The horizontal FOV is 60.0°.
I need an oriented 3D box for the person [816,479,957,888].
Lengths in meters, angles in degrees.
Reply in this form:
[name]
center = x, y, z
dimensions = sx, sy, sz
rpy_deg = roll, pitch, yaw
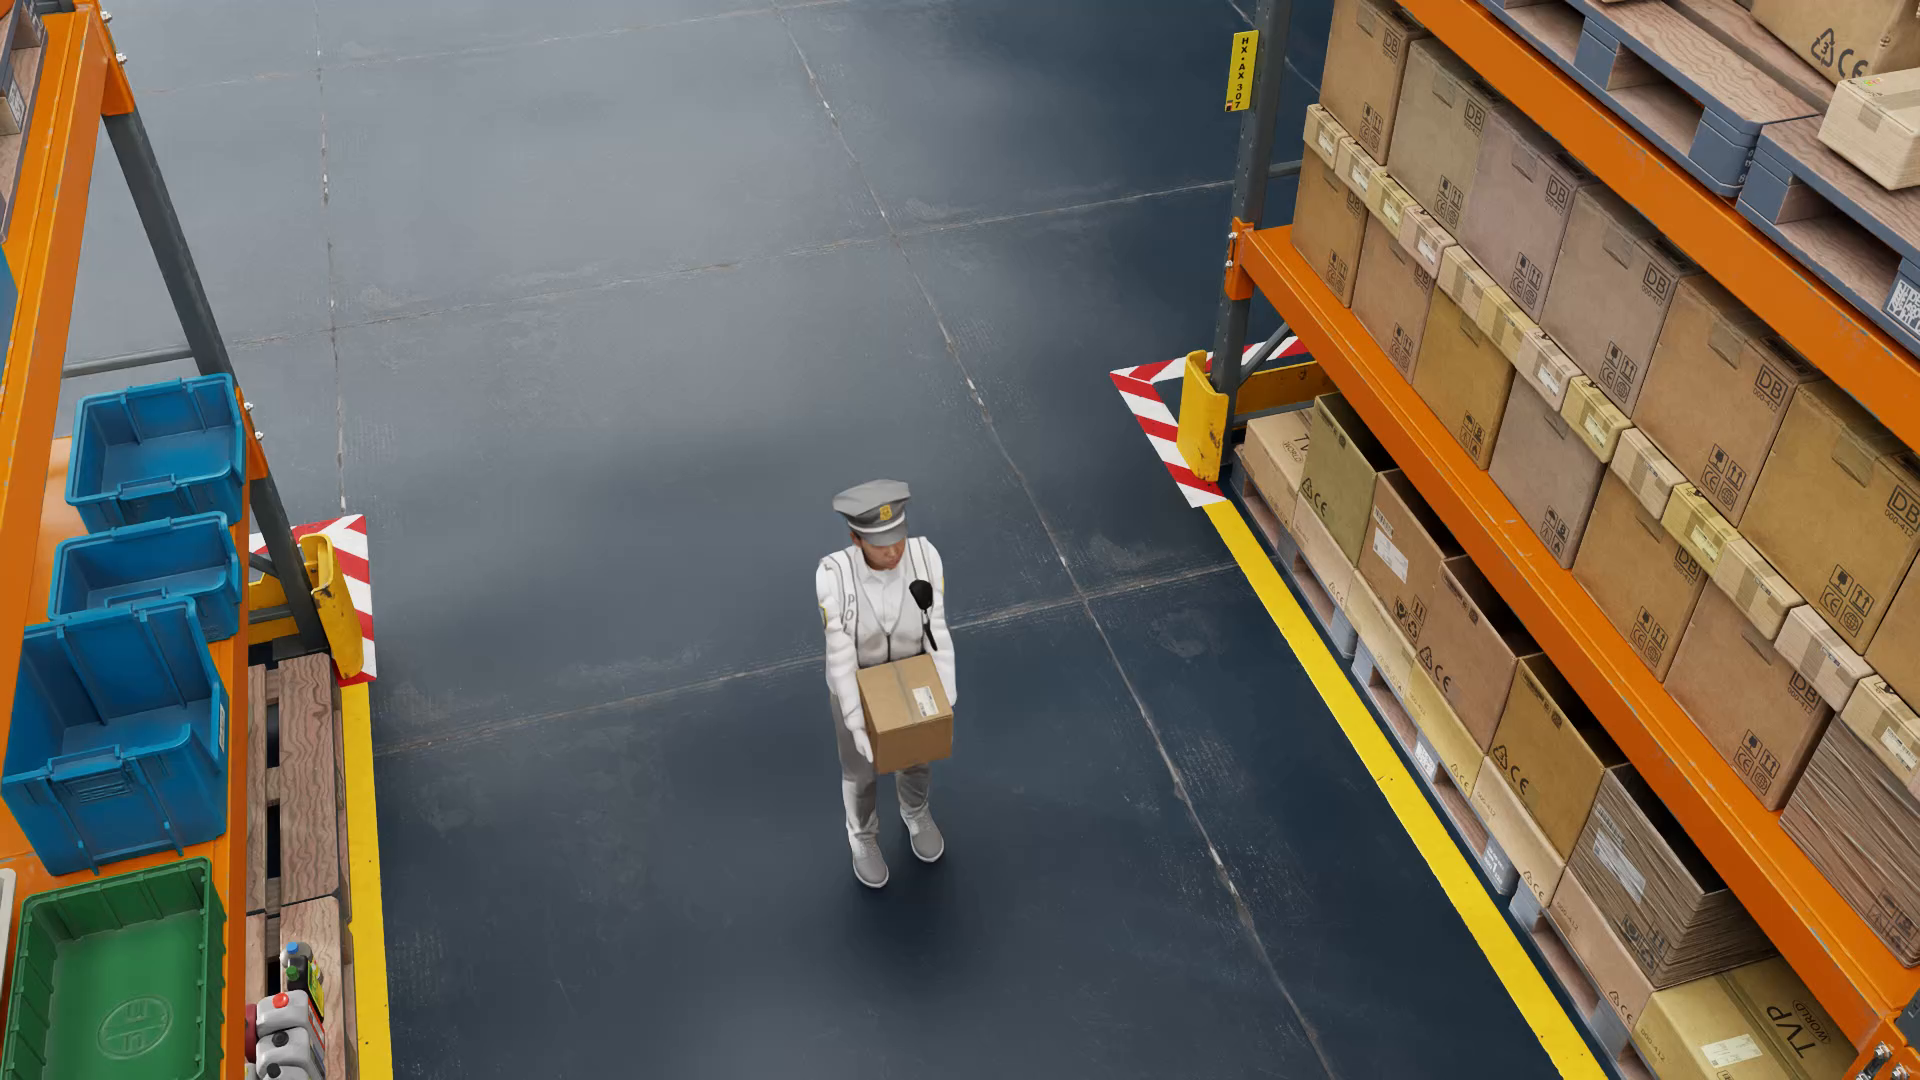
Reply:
[person]
center = -0.226, 0.535, 5.563
dimensions = 0.416, 1.691, 0.522
rpy_deg = -13, 44, -13
